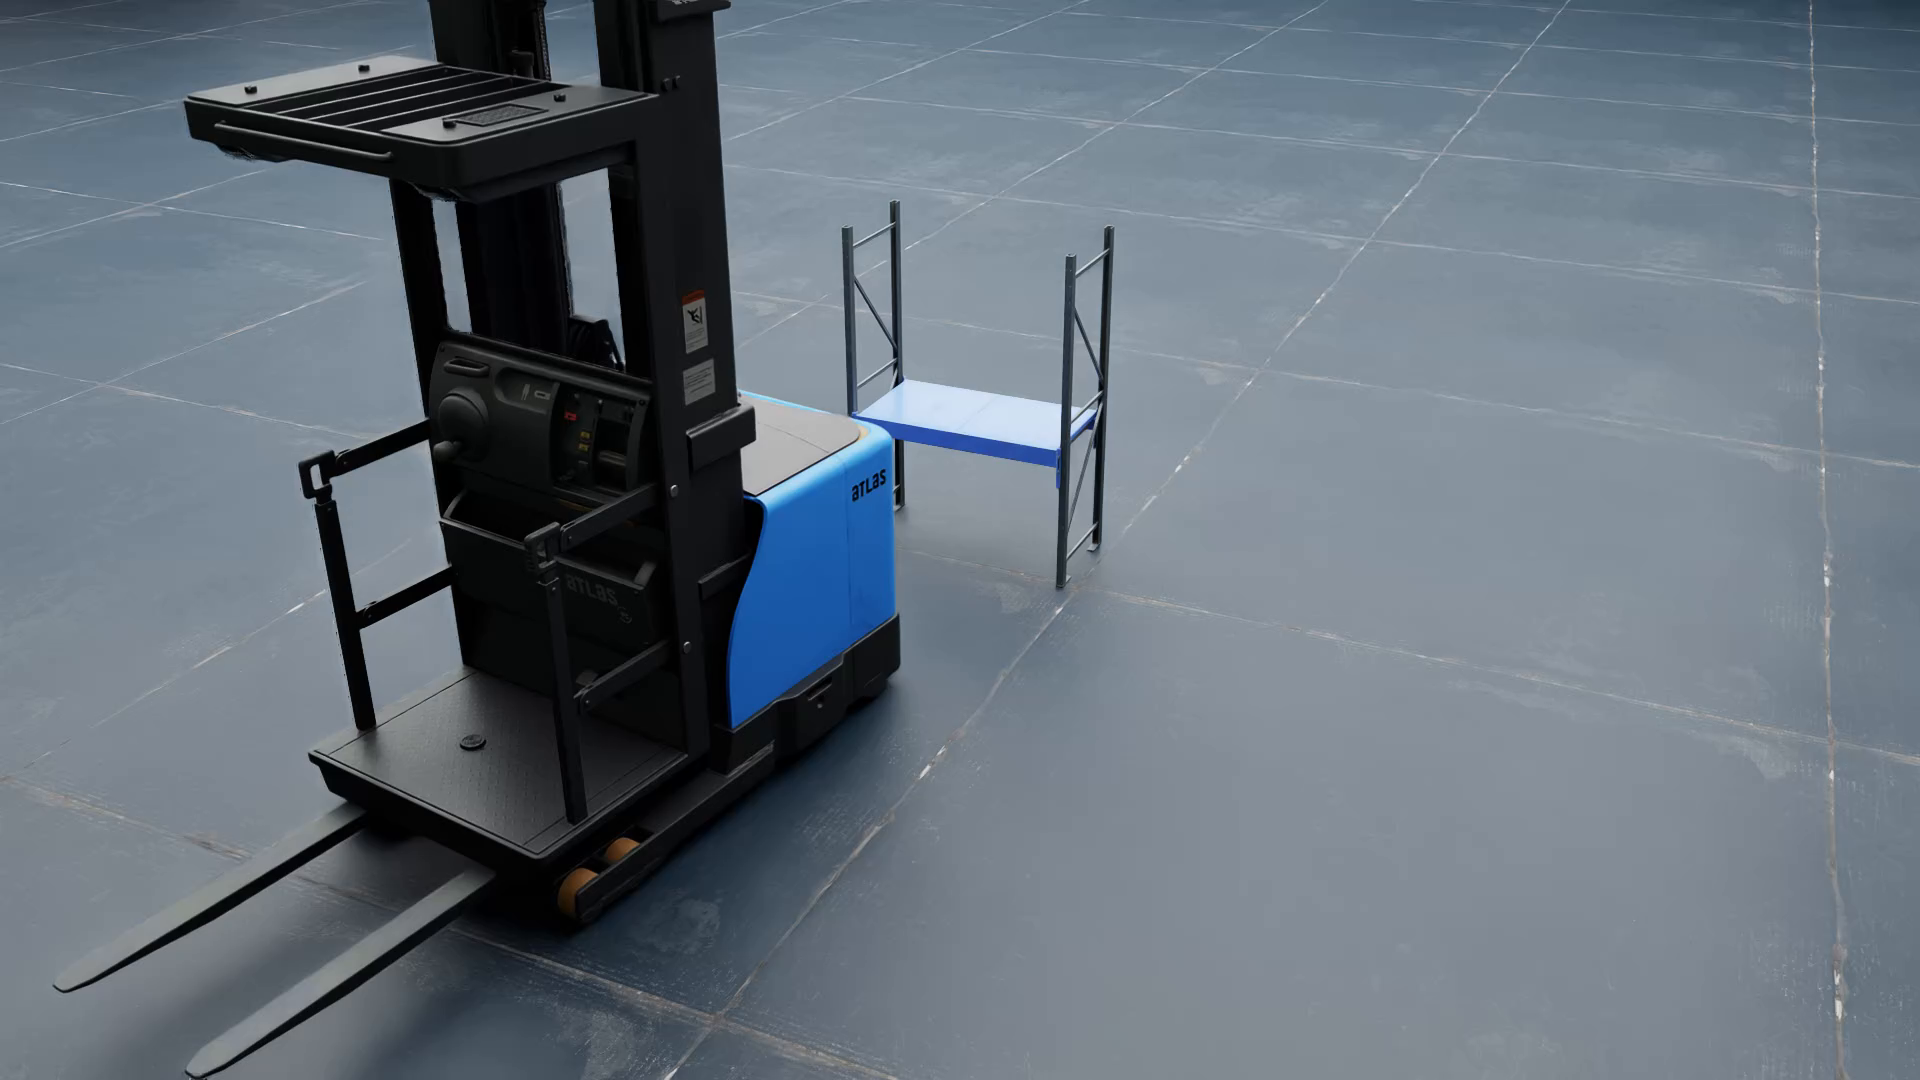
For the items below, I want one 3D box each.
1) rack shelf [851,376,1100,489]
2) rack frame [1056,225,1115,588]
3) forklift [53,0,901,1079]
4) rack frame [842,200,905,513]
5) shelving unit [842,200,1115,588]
[{"bbox_3d":[0.078,-0.496,7.466,1.000,0.185,0.538,11,28,22],"label":"rack shelf"},{"bbox_3d":[0.540,-0.564,7.198,0.032,1.500,0.500,11,28,22],"label":"rack frame"},{"bbox_3d":[-1.460,-0.340,5.121,1.130,2.935,3.031,16,30,29],"label":"forklift"},{"bbox_3d":[-0.385,-0.750,7.576,0.032,1.500,0.500,11,28,22],"label":"rack frame"},{"bbox_3d":[0.078,-0.657,7.387,1.048,1.500,0.538,11,28,22],"label":"shelving unit"}]
